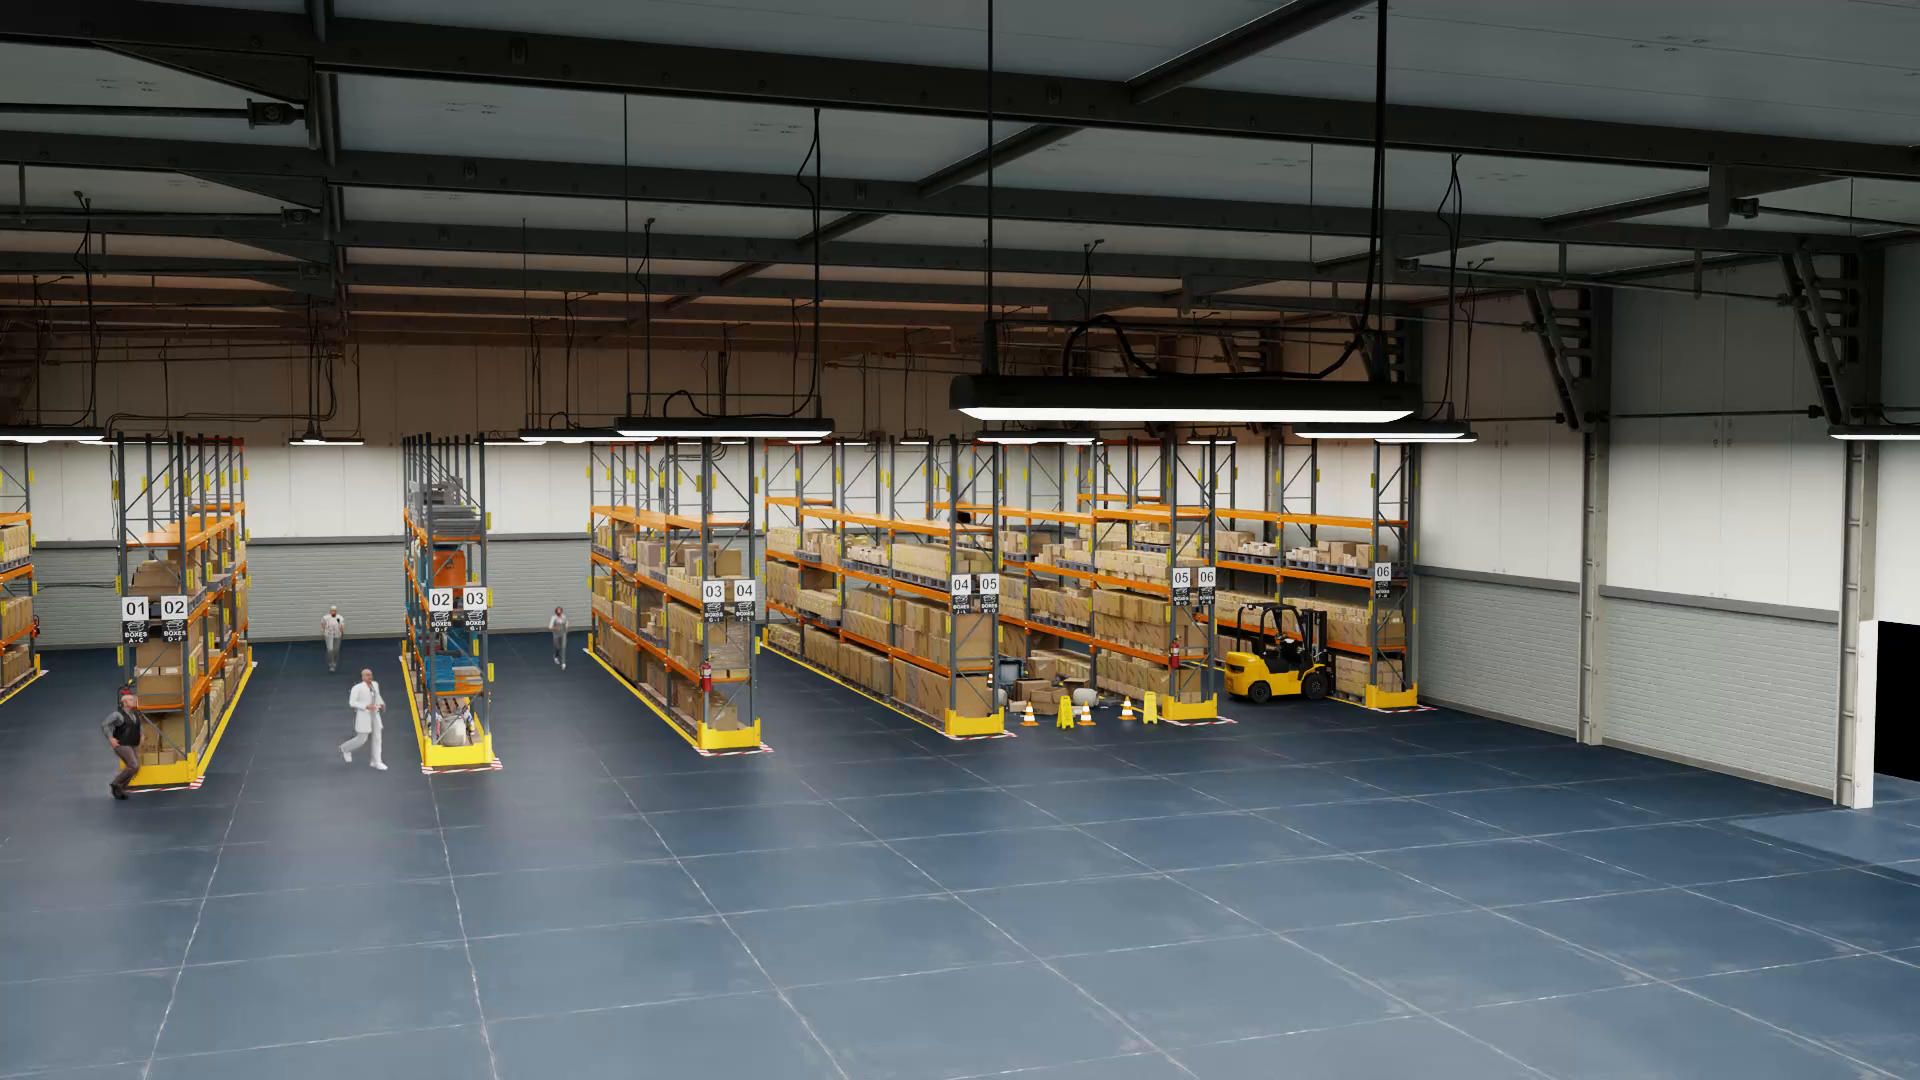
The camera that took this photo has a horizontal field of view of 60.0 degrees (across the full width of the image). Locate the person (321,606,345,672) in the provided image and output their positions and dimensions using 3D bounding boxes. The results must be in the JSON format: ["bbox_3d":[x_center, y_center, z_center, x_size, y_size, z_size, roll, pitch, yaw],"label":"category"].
[{"bbox_3d":[-16.153,2.542,42.898,0.538,1.723,0.857,-2,4,-31],"label":"person"}]

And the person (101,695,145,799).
[{"bbox_3d":[-13.594,3.381,27.196,0.539,1.685,0.685,0,3,9],"label":"person"}]

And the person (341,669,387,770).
[{"bbox_3d":[-10.636,3.192,29.763,1.007,1.785,0.718,2,4,33],"label":"person"}]

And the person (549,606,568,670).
[{"bbox_3d":[-10.405,2.521,43.184,0.536,1.610,0.852,-1,3,-24],"label":"person"}]
